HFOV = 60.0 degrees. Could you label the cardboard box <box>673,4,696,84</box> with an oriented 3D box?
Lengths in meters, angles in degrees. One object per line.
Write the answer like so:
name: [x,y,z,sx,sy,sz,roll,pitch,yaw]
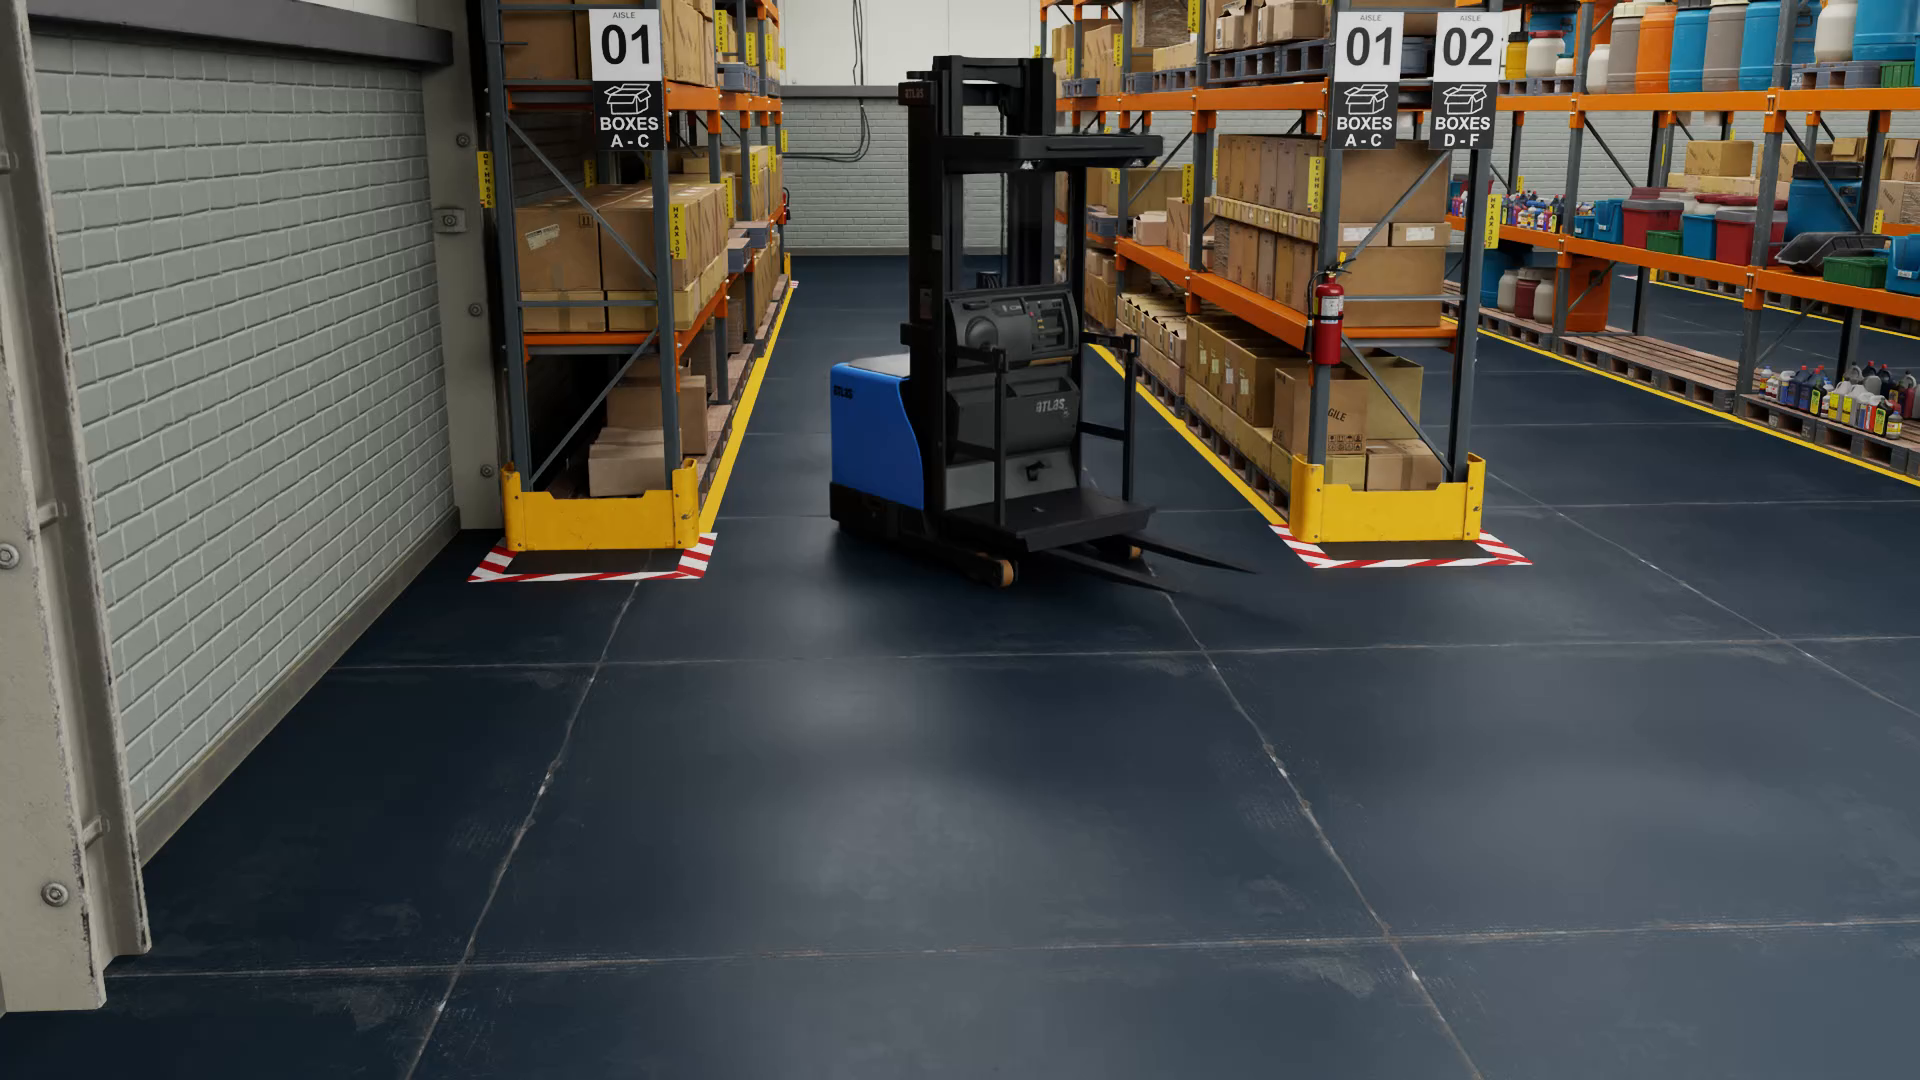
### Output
cardboard box: [-2.036,-3.276,10.979,0.500,0.500,0.500,0,14,-1]

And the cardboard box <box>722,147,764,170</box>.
cardboard box: [-2.637,-4.598,20.036,0.500,0.250,0.500,-1,14,-2]

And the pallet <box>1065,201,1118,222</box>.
pallet: [1.910,-4.184,21.152,1.003,0.211,1.213,-1,14,-3]

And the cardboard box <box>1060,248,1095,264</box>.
cardboard box: [1.847,-3.948,23.978,0.797,0.503,0.637,-1,14,-3]

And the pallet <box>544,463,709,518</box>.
pallet: [-2.251,-0.286,11.215,1.003,0.211,1.213,-1,14,-3]

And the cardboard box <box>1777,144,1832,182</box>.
cardboard box: [11.561,-5.174,22.814,0.500,0.500,0.500,0,14,-2]

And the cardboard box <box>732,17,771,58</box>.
cardboard box: [-2.739,-6.576,21.798,0.500,0.500,0.500,-1,14,-4]

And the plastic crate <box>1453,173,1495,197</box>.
plastic crate: [7.108,-4.838,23.063,0.402,0.464,0.583,-1,14,-3]

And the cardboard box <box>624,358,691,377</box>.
cardboard box: [-2.375,-1.155,13.129,0.500,0.500,0.500,-2,15,-8]

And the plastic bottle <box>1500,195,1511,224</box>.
plastic bottle: [6.651,-4.031,20.274,0.144,0.351,0.185,-1,14,-3]

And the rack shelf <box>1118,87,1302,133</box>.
rack shelf: [2.341,-4.089,15.823,1.077,0.370,4.000,-1,14,-3]

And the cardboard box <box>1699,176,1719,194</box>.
cardboard box: [11.435,-5.317,24.877,0.500,0.250,0.500,-1,14,-5]

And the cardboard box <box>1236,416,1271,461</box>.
cardboard box: [2.309,-0.742,12.064,0.500,0.250,0.500,-1,14,-3]

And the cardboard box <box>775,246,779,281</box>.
cardboard box: [-3.048,-4.090,24.577,0.700,0.500,0.500,-1,14,-4]

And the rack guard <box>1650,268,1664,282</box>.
rack guard: [11.607,-4.419,26.698,1.175,0.500,0.348,-1,14,-3]

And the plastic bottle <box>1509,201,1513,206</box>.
plastic bottle: [6.680,-3.960,20.130,0.061,0.283,0.133,-1,14,-3]

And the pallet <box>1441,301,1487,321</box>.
pallet: [6.919,-3.009,21.799,1.003,0.211,1.213,-1,14,-3]

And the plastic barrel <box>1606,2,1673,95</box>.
plastic barrel: [6.995,-5.046,17.091,0.600,0.901,0.600,0,14,0]

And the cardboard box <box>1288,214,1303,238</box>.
cardboard box: [2.452,-2.138,11.315,0.380,0.149,0.250,-1,14,-3]

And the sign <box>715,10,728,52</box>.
sign: [-1.938,-4.123,13.475,0.100,0.325,0.005,-1,14,-3]

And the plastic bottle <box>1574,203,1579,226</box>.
plastic bottle: [7.405,-3.924,20.018,0.097,0.271,0.097,0,14,0]

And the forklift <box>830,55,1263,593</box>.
forklift: [0.453,-1.285,9.639,1.130,2.935,3.031,-11,18,-36]

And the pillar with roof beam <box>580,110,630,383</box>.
pillar with roof beam: [0.787,-6.040,15.942,9.100,9.000,0.400,-1,14,-3]

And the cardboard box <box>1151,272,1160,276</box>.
cardboard box: [2.372,-2.987,20.249,0.500,0.500,0.500,-1,14,-5]

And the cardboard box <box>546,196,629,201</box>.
cardboard box: [-2.530,-2.083,11.359,0.500,0.500,0.500,-1,14,-5]

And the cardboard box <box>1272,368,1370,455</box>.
cardboard box: [2.382,-0.856,11.005,0.500,0.500,0.500,-1,14,-3]

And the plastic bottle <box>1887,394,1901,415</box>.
plastic bottle: [7.223,-0.980,12.886,0.061,0.283,0.133,-1,14,-3]

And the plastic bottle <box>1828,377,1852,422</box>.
plastic bottle: [7.083,-1.133,13.344,0.144,0.351,0.185,-1,14,-4]

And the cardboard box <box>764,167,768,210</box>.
cardboard box: [-2.653,-4.364,20.630,0.500,0.500,0.500,-1,14,-3]

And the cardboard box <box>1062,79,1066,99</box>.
cardboard box: [1.653,-6.098,22.489,0.500,0.250,0.500,-1,14,-3]

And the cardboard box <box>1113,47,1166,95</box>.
cardboard box: [2.156,-5.091,18.074,0.910,0.500,0.500,-1,14,-3]

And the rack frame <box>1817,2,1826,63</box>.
rack frame: [11.857,-7.534,21.750,1.000,3.000,0.127,-1,14,-3]

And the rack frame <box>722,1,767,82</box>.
rack frame: [-2.975,-7.305,20.858,1.000,3.000,0.127,-1,14,-3]

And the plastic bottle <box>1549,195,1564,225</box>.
plastic bottle: [7.221,-3.995,20.134,0.144,0.351,0.185,-1,14,-3]

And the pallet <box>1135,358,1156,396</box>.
pallet: [2.301,-1.624,16.413,1.003,0.211,1.213,-1,14,-3]

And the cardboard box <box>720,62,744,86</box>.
cardboard box: [-2.413,-4.649,16.694,0.500,0.311,0.500,-1,14,-3]

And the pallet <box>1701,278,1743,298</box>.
pallet: [11.809,-3.773,24.767,1.003,0.211,1.213,-1,14,-3]

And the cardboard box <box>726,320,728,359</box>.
cardboard box: [-2.656,-1.976,16.320,0.700,0.500,0.500,-1,14,-4]

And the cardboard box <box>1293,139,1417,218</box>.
cardboard box: [2.655,-2.429,11.144,0.700,0.500,0.500,-1,14,-5]

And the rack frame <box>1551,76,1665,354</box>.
rack frame: [7.161,-3.558,18.334,1.000,3.000,0.127,-1,14,-3]

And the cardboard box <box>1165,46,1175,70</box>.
cardboard box: [2.352,-4.823,16.692,0.500,0.250,0.500,0,14,-2]

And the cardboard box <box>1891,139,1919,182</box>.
cardboard box: [11.990,-4.679,20.479,0.797,0.503,0.637,0,14,-2]

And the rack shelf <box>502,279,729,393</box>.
rack shelf: [-2.355,-1.564,12.029,1.077,0.370,4.000,-1,14,-3]

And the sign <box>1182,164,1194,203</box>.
sign: [1.924,-2.999,13.997,0.100,0.325,0.005,-1,14,-3]

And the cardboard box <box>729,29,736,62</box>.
cardboard box: [-2.921,-5.507,18.808,0.700,0.500,0.500,0,14,-1]

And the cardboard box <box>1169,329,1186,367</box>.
cardboard box: [2.153,-1.727,14.768,0.500,0.311,0.500,-1,14,-3]

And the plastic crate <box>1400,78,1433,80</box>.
plastic crate: [6.495,-6.387,23.547,0.437,0.282,0.530,-1,14,-3]

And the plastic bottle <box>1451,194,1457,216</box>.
plastic bottle: [6.510,-4.398,21.835,0.061,0.283,0.133,-1,14,-3]

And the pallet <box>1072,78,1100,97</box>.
pallet: [2.007,-5.417,19.919,1.213,0.211,1.003,-1,14,-3]

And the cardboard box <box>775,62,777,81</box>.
cardboard box: [-2.879,-6.719,23.857,0.500,0.250,0.500,-1,14,-6]

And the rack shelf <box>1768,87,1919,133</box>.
rack shelf: [7.533,-3.170,12.250,1.077,0.370,4.000,-1,14,-3]

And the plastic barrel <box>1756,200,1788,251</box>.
plastic barrel: [7.568,-2.870,15.388,0.433,0.535,0.433,0,14,0]

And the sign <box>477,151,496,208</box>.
sign: [-2.787,-2.125,9.809,0.100,0.325,0.005,-1,14,-3]

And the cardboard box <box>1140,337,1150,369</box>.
cardboard box: [2.058,-1.837,16.323,0.500,0.250,0.500,-1,14,-2]

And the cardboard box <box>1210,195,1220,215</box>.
cardboard box: [2.288,-2.780,13.809,0.380,0.149,0.250,-1,14,-4]

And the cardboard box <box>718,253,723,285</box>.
cardboard box: [-2.125,-2.110,12.967,0.500,0.250,0.500,-1,14,-3]

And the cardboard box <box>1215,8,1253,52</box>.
cardboard box: [2.266,-3.904,12.717,0.500,0.311,0.500,-2,15,-7]

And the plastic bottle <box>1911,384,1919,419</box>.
plastic bottle: [7.774,-1.133,13.492,0.152,0.276,0.135,-1,14,-2]

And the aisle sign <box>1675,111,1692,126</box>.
aisle sign: [11.305,-6.896,26.091,0.394,0.787,0.004,-1,14,-3]
